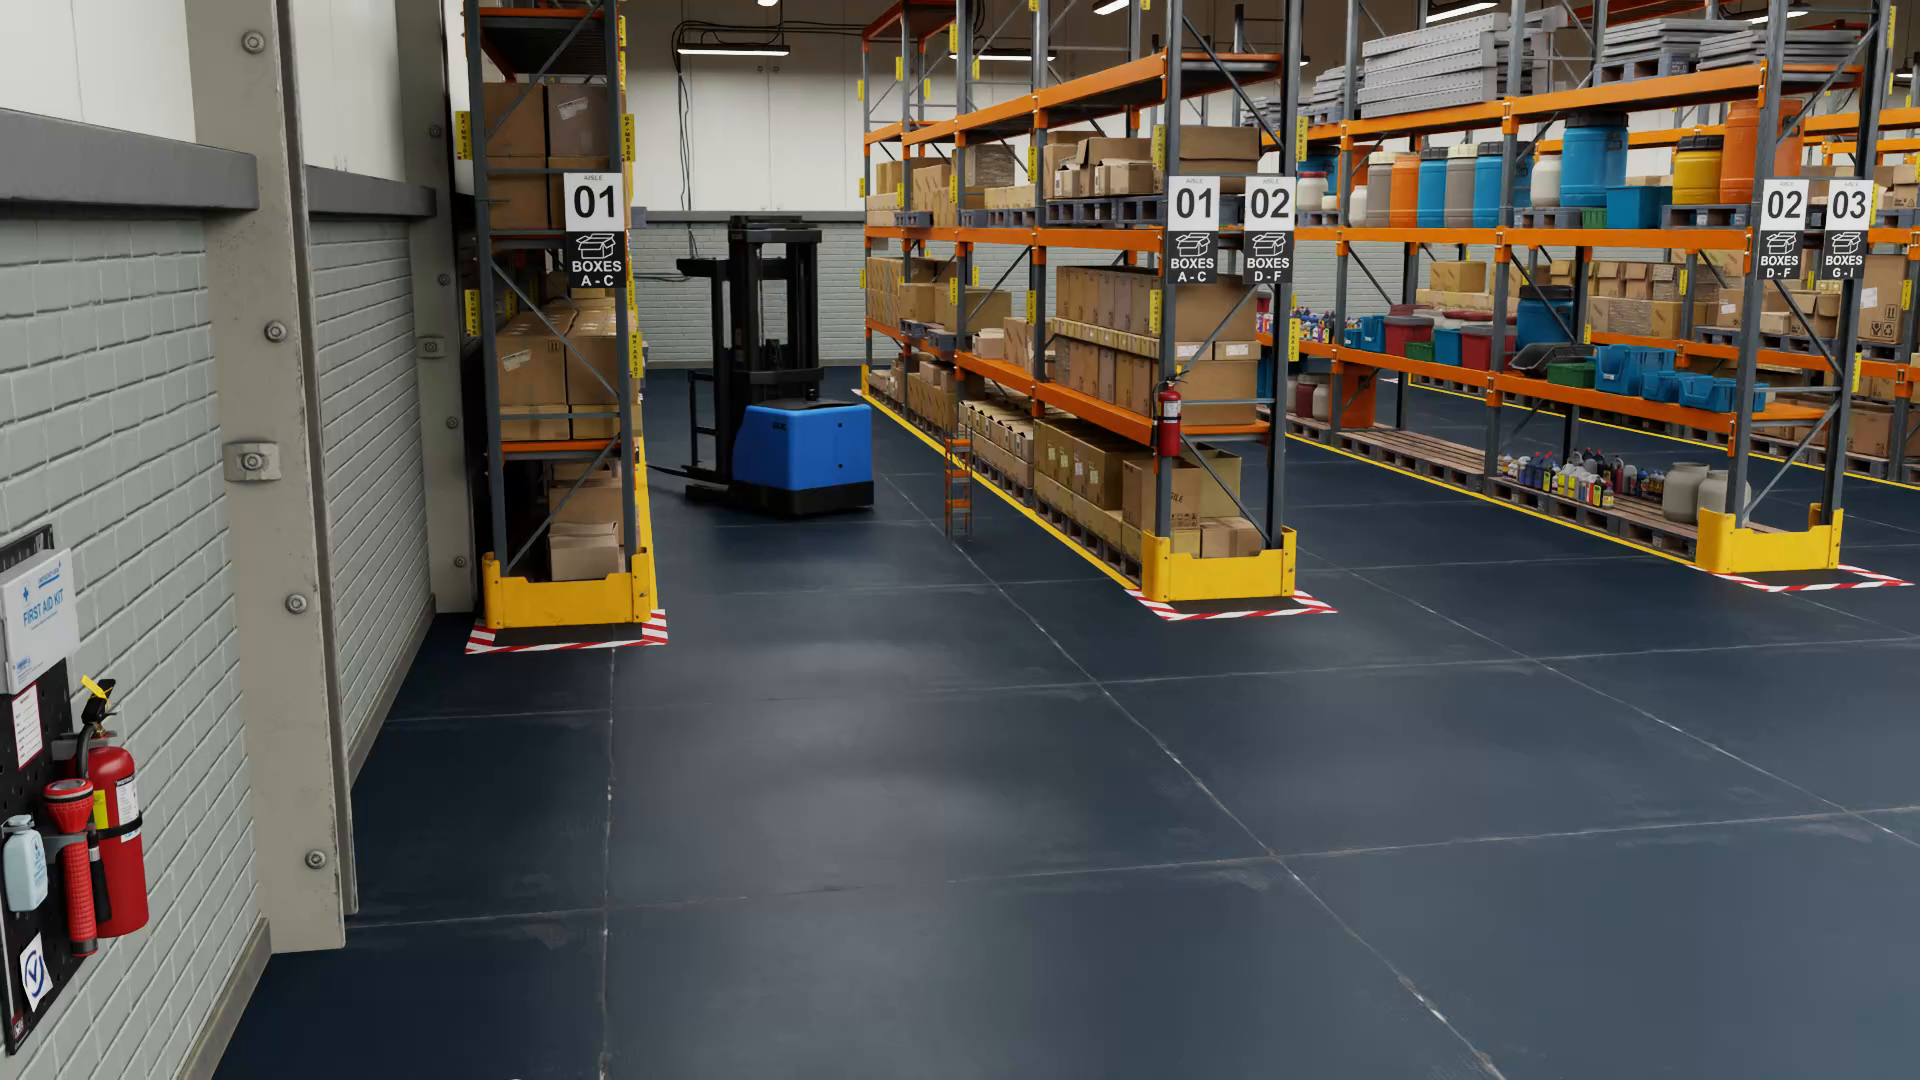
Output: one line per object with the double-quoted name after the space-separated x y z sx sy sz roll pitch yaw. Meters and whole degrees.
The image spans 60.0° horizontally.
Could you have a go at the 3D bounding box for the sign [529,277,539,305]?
-4.943 -2.889 19.309 0.100 0.325 0.005 -2 11 -11 "sign"

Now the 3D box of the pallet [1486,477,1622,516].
6.186 -0.473 17.170 1.003 0.211 1.213 -2 11 -11 "pallet"

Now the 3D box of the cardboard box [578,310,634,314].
-3.226 -1.836 15.217 0.500 0.500 0.500 -2 11 -11 "cardboard box"

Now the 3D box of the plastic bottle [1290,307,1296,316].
4.899 -3.249 24.427 0.144 0.351 0.185 -2 11 -11 "plastic bottle"

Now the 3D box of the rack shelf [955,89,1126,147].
0.848 -4.552 18.093 1.077 0.370 4.000 -2 11 -11 "rack shelf"

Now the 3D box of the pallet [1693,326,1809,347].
10.420 -2.660 21.717 1.213 0.211 1.003 -2 11 -11 "pallet"

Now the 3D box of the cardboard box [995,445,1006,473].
0.675 -0.896 18.165 0.500 0.250 0.500 -2 11 -10 "cardboard box"

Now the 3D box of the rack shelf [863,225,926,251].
-0.708 -4.742 26.045 1.077 0.370 4.000 -2 11 -11 "rack shelf"

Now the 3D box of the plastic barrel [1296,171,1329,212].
4.826 -4.767 22.766 0.433 0.535 0.433 0 11 0 "plastic barrel"

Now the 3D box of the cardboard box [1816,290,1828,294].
13.909 -3.917 26.559 0.380 0.149 0.250 -2 11 -10 "cardboard box"

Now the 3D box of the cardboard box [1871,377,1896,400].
14.387 -2.417 25.490 0.500 0.500 0.500 -2 11 -10 "cardboard box"

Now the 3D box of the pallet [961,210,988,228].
0.679 -3.781 19.577 1.213 0.211 1.003 -2 11 -8 "pallet"

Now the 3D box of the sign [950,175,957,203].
-0.074 -4.230 20.046 0.100 0.325 0.005 -2 11 -11 "sign"

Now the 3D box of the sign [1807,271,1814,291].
13.753 -4.181 26.878 0.100 0.325 0.005 -2 11 -11 "sign"

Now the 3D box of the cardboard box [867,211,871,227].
-1.246 -5.285 27.375 0.500 0.250 0.500 -2 11 -11 "cardboard box"

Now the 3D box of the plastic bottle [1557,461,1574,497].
5.966 -0.607 16.323 0.144 0.351 0.185 -2 11 -11 "plastic bottle"

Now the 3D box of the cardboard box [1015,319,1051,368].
0.904 -2.167 18.346 0.500 0.500 0.500 -2 11 -11 "cardboard box"

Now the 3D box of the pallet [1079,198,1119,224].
1.662 -2.839 14.360 1.003 0.211 1.213 -2 11 -11 "pallet"

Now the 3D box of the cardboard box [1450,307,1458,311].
8.619 -3.912 28.454 0.380 0.149 0.250 -2 11 -12 "cardboard box"

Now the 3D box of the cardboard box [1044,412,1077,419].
1.101 -1.286 18.714 0.500 0.311 0.500 -2 11 -9 "cardboard box"

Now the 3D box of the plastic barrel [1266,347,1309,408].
4.767 -2.380 24.221 0.600 0.901 0.708 -2 11 -11 "plastic barrel"

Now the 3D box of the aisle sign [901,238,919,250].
-0.810 -5.290 28.066 0.394 0.787 0.004 -2 11 -11 "aisle sign"

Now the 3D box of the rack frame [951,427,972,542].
0.013 -0.503 15.086 0.200 1.050 0.008 -2 11 -11 "rack frame"

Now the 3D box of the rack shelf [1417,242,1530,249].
9.010 -5.102 27.934 1.077 0.370 4.000 -2 11 -11 "rack shelf"

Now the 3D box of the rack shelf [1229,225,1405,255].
4.929 -4.188 23.133 1.077 0.370 4.000 -2 11 -11 "rack shelf"

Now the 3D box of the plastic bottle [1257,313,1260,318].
4.328 -3.208 24.414 0.152 0.276 0.135 -2 11 -11 "plastic bottle"

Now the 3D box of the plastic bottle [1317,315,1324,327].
5.175 -3.087 23.776 0.152 0.276 0.135 -2 11 -11 "plastic bottle"

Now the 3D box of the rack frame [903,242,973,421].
-0.319 -3.255 24.331 1.000 3.000 0.127 -2 11 -11 "rack frame"

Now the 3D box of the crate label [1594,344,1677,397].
6.251 -1.579 15.429 0.502 0.435 0.616 -2 11 -11 "crate label"

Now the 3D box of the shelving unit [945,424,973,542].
-0.010 -0.526 15.203 0.215 1.050 0.252 -2 11 -11 "shelving unit"

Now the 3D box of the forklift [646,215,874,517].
-2.225 -1.883 17.306 1.130 2.935 3.031 -9 14 -41 "forklift"

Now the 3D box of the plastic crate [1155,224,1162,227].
3.564 -5.497 28.435 0.497 0.269 0.590 -2 11 -11 "plastic crate"

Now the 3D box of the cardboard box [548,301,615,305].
-4.034 -2.293 17.828 0.700 0.500 0.500 -2 11 -11 "cardboard box"

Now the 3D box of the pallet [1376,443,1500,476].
5.665 -0.964 19.753 1.003 0.211 1.213 -2 11 -11 "pallet"

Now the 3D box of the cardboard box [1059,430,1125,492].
1.215 -0.732 15.299 0.500 0.500 0.500 -2 11 -11 "cardboard box"

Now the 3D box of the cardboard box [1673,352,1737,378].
10.063 -2.171 23.194 1.225 0.875 0.875 -3 11 -14 "cardboard box"

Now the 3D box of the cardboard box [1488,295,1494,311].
8.953 -3.854 27.080 0.500 0.250 0.500 -2 11 -9 "cardboard box"

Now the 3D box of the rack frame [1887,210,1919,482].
10.955 -2.148 18.511 1.000 3.000 0.127 -2 11 -11 "rack frame"

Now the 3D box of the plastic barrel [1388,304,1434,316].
5.706 -2.694 21.017 0.600 0.536 0.708 -2 11 -11 "plastic barrel"

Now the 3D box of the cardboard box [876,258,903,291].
-1.068 -4.251 26.619 0.500 0.500 0.500 -2 11 -10 "cardboard box"

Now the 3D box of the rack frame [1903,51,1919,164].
18.342 -7.656 31.407 1.000 3.000 0.127 -2 11 -11 "rack frame"

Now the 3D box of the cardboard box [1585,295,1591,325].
9.439 -3.387 24.753 0.500 0.500 0.500 -2 11 -12 "cardboard box"

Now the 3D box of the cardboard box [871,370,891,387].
-1.172 -2.653 27.341 0.500 0.250 0.500 -2 11 -11 "cardboard box"

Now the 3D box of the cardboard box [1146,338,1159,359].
1.701 -1.533 13.281 0.380 0.149 0.250 -2 11 -10 "cardboard box"

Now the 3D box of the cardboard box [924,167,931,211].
-0.141 -4.817 22.853 0.600 0.600 0.600 -2 11 -12 "cardboard box"

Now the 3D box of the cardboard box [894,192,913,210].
-0.680 -4.980 24.434 0.500 0.250 0.500 -2 11 -11 "cardboard box"

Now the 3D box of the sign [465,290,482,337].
-3.392 -1.581 11.593 0.100 0.325 0.005 -2 11 -11 "sign"

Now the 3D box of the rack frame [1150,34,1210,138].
3.763 -7.115 28.567 1.000 3.000 0.127 -2 11 -11 "rack frame"

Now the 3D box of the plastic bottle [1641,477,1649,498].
6.722 -0.519 16.259 0.097 0.201 0.097 0 11 0 "plastic bottle"

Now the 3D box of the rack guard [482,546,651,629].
-2.858 0.340 12.124 1.175 0.500 0.348 -2 11 -11 "rack guard"

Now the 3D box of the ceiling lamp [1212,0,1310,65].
5.711 -10.567 31.089 2.000 3.185 0.800 -2 11 -11 "ceiling lamp"

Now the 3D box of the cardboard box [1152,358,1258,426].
1.937 -1.190 13.210 0.700 0.500 0.500 -2 11 -11 "cardboard box"

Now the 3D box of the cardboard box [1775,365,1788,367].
13.871 -2.976 27.773 0.380 0.149 0.250 -2 11 -10 "cardboard box"

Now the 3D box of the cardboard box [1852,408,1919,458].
10.856 -1.249 19.299 0.700 0.500 0.500 -3 11 -15 "cardboard box"
